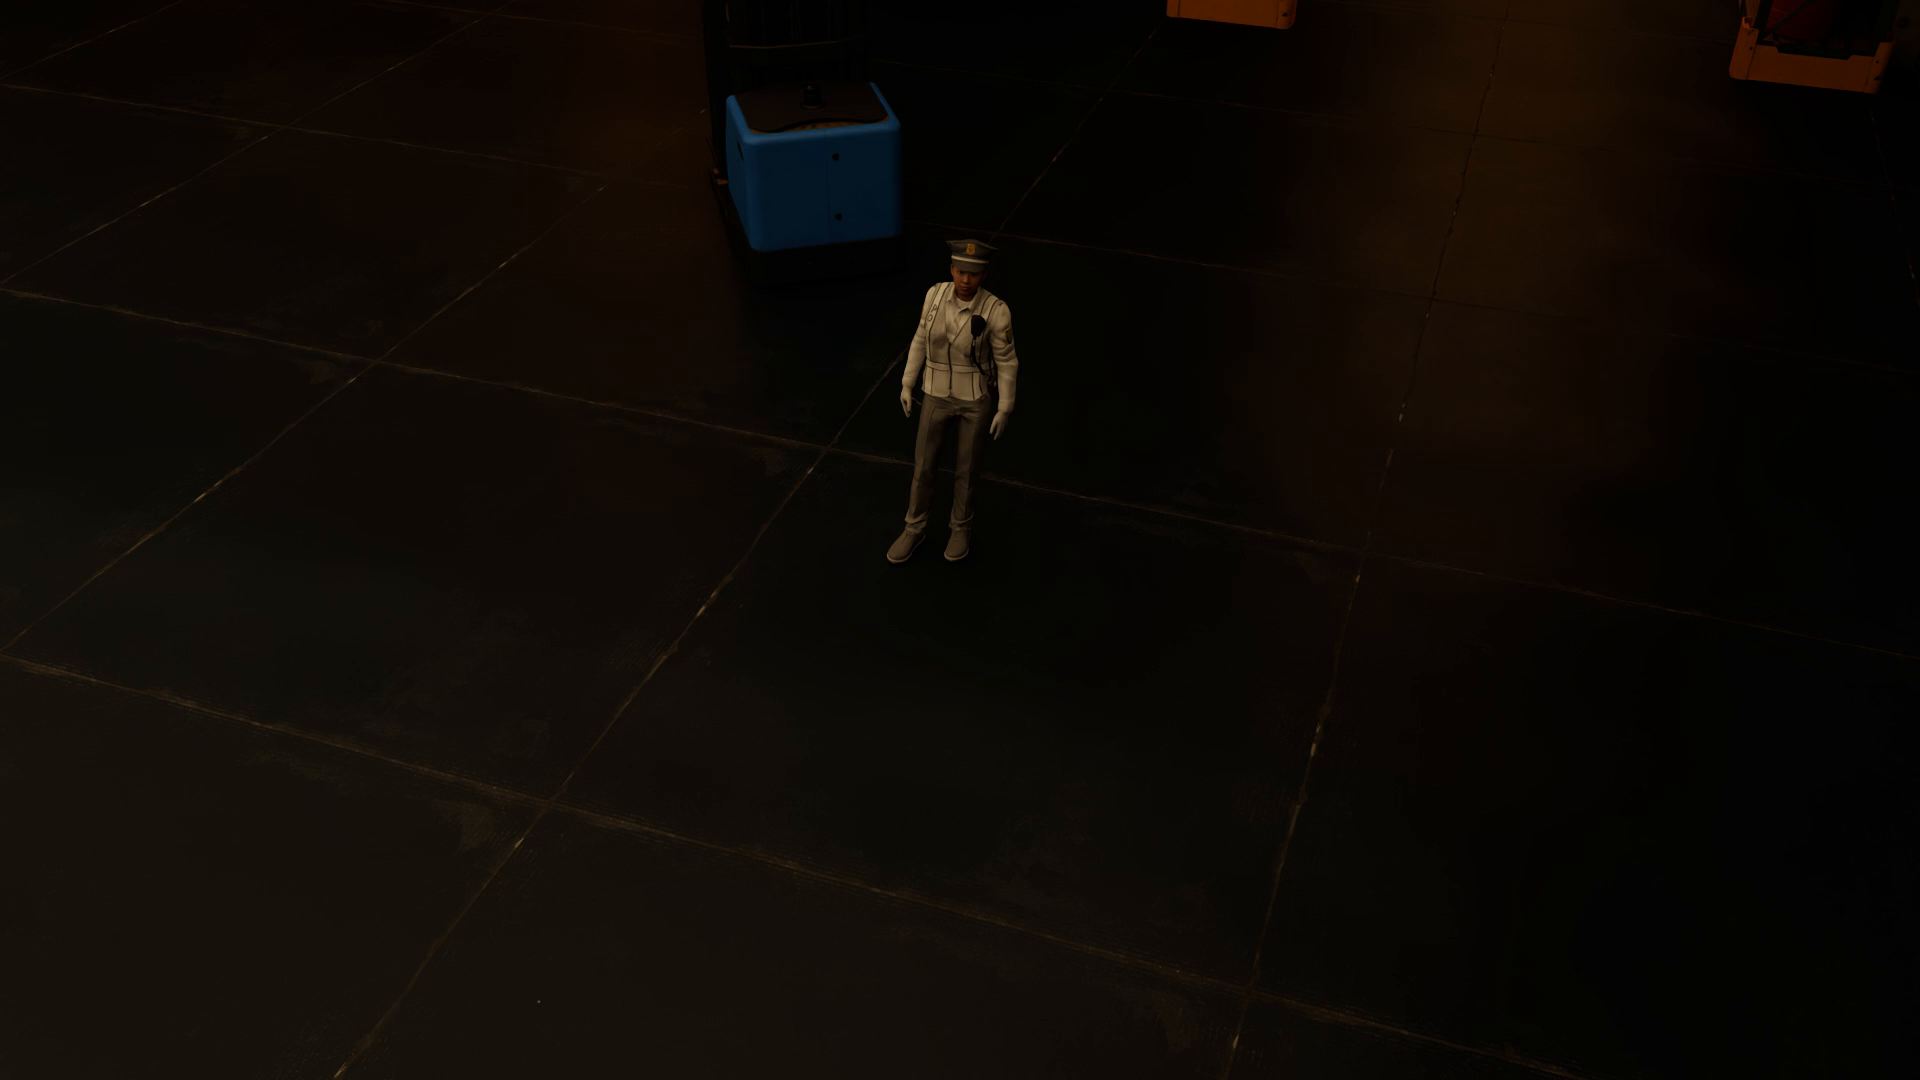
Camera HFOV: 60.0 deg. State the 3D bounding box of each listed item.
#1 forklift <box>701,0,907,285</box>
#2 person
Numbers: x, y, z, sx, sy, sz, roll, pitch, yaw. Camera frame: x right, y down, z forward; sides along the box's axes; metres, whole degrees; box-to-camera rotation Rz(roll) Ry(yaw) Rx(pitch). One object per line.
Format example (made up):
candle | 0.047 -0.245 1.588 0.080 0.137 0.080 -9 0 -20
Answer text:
forklift | -1.228 -3.712 11.346 1.130 2.935 3.031 -9 36 -12
person | -0.030 -0.661 8.100 0.586 1.694 0.530 12 37 16
